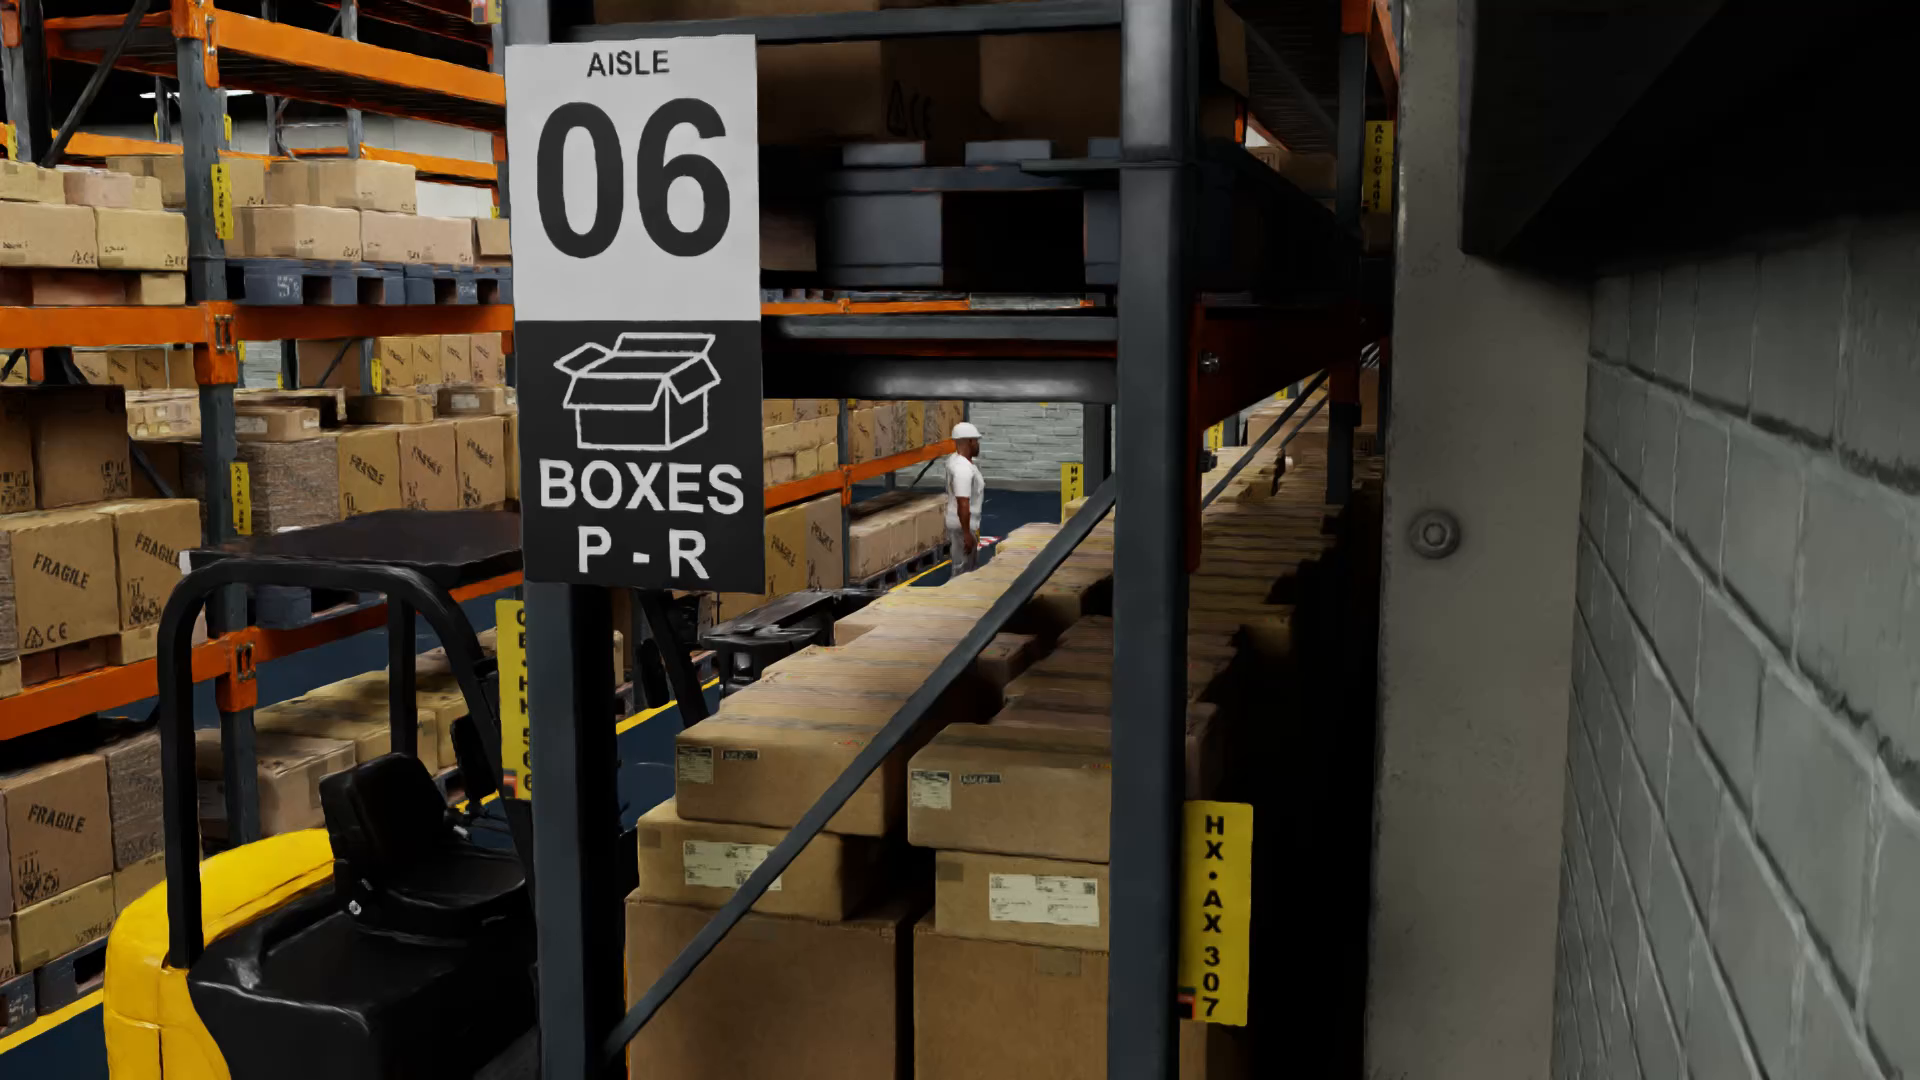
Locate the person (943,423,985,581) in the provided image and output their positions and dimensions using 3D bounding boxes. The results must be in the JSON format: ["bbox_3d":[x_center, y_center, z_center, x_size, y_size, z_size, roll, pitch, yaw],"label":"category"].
[{"bbox_3d":[0.091,-0.109,14.096,0.470,1.770,0.636,0,8,-3],"label":"person"}]
